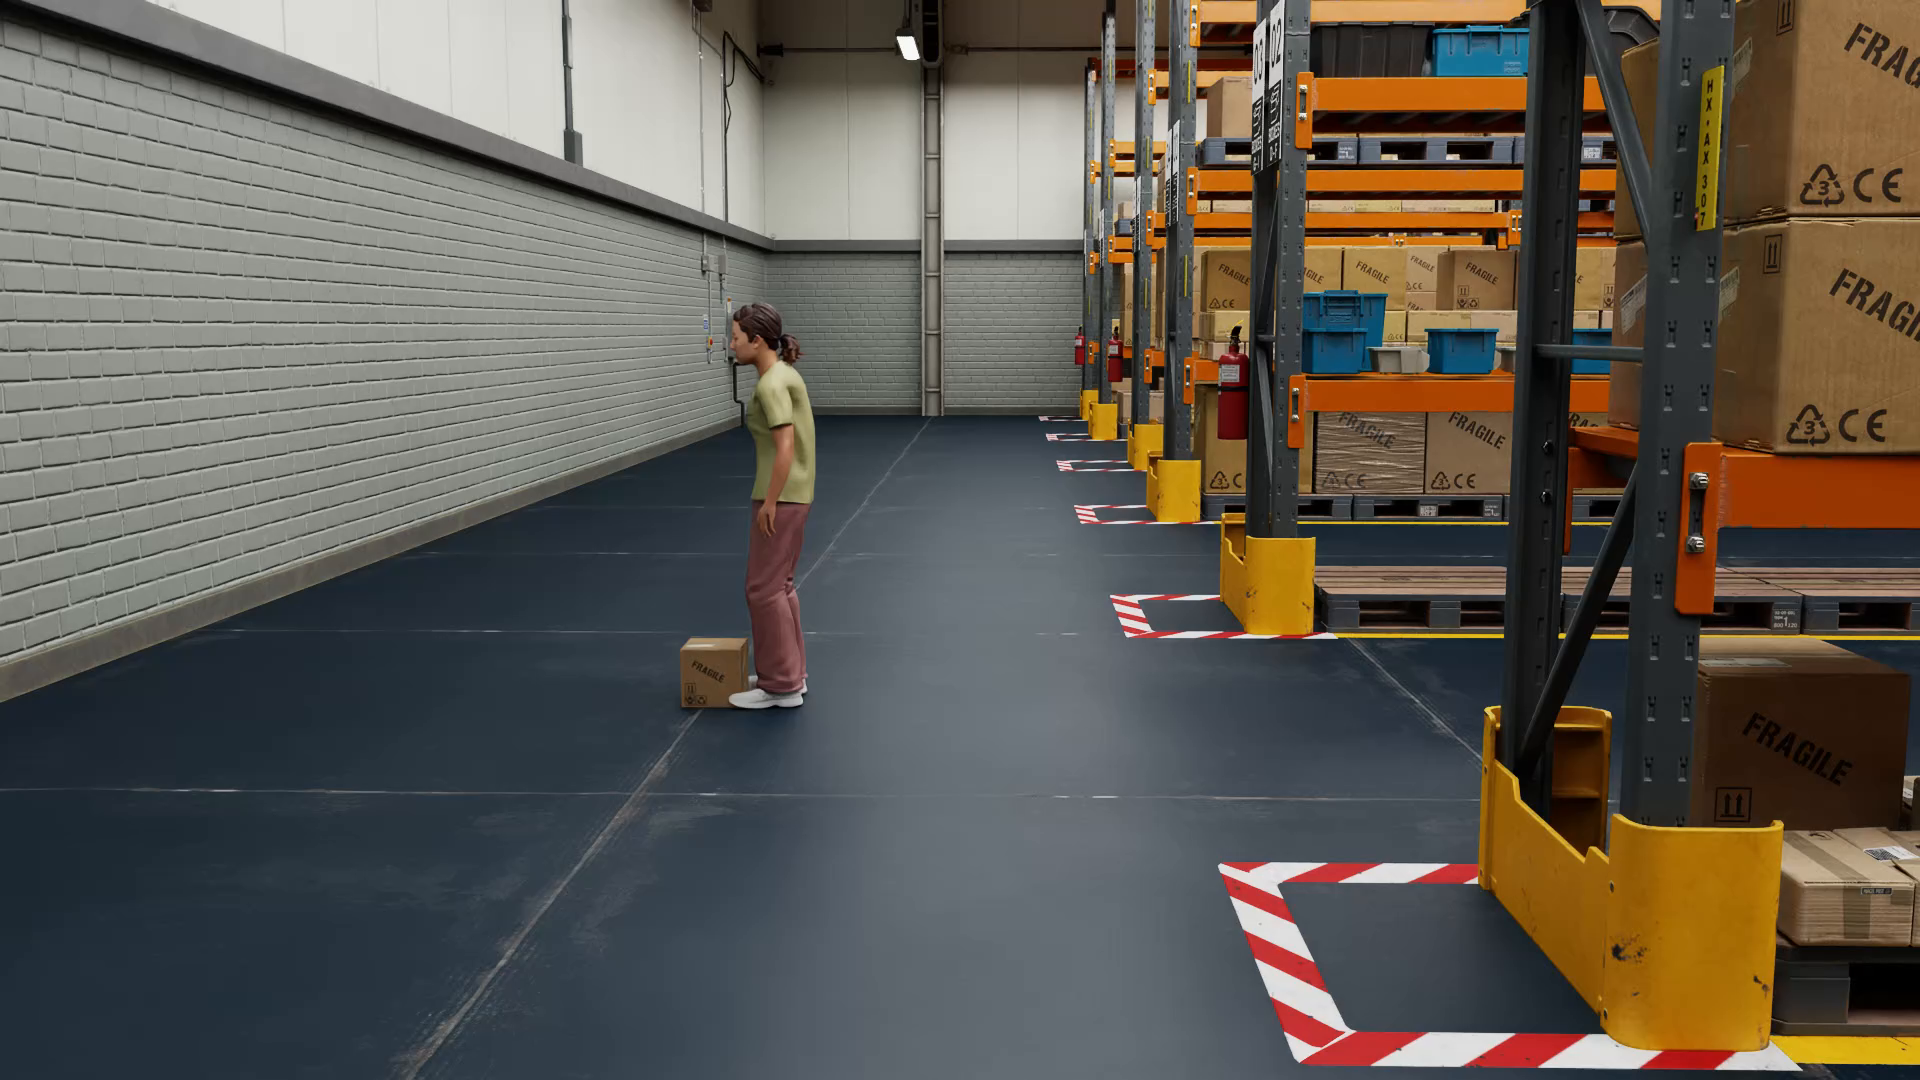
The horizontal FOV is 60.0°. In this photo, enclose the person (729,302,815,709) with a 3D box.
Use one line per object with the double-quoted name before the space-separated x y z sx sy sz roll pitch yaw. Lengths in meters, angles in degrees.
"person" -0.782 -0.146 6.925 0.363 1.672 0.498 0 7 -1
